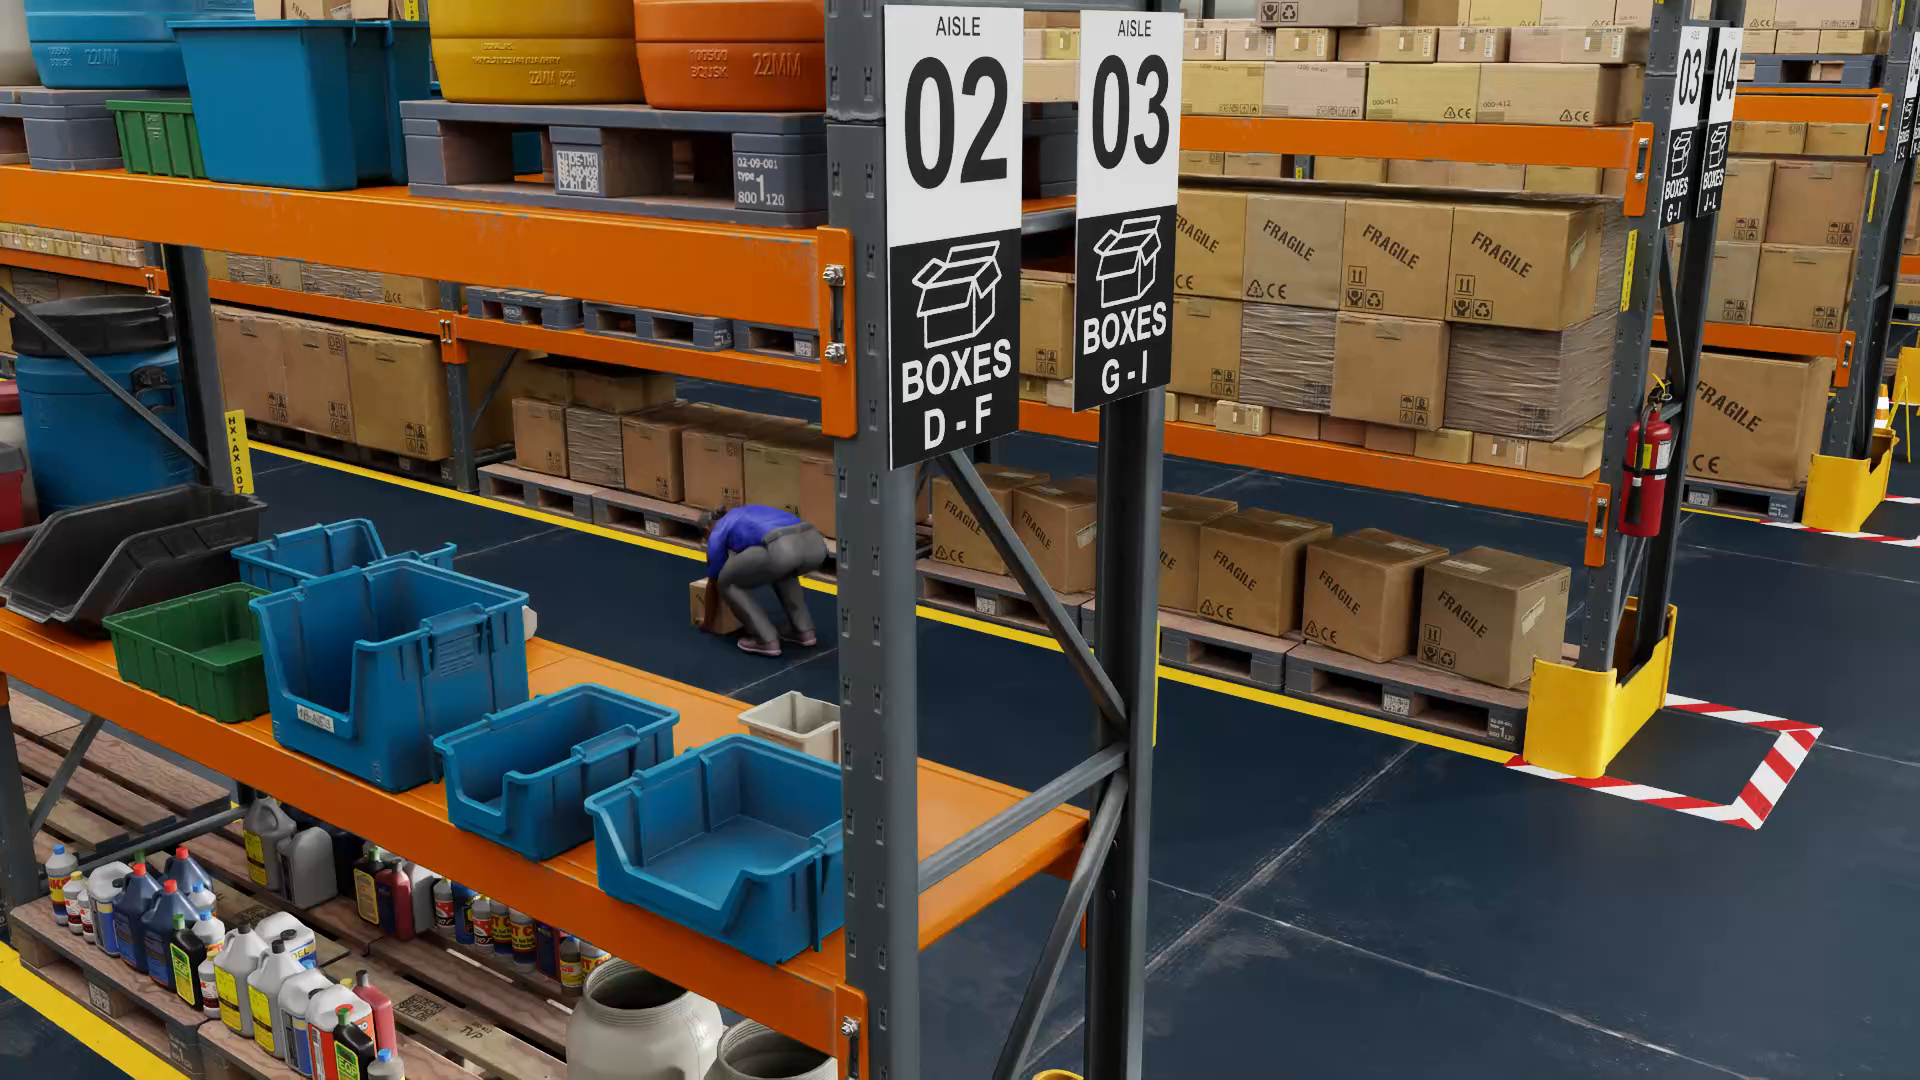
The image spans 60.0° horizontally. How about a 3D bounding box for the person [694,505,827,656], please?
[{"bbox_3d":[-1.104,0.195,9.010,0.883,0.766,0.469,16,23,42],"label":"person"}]
